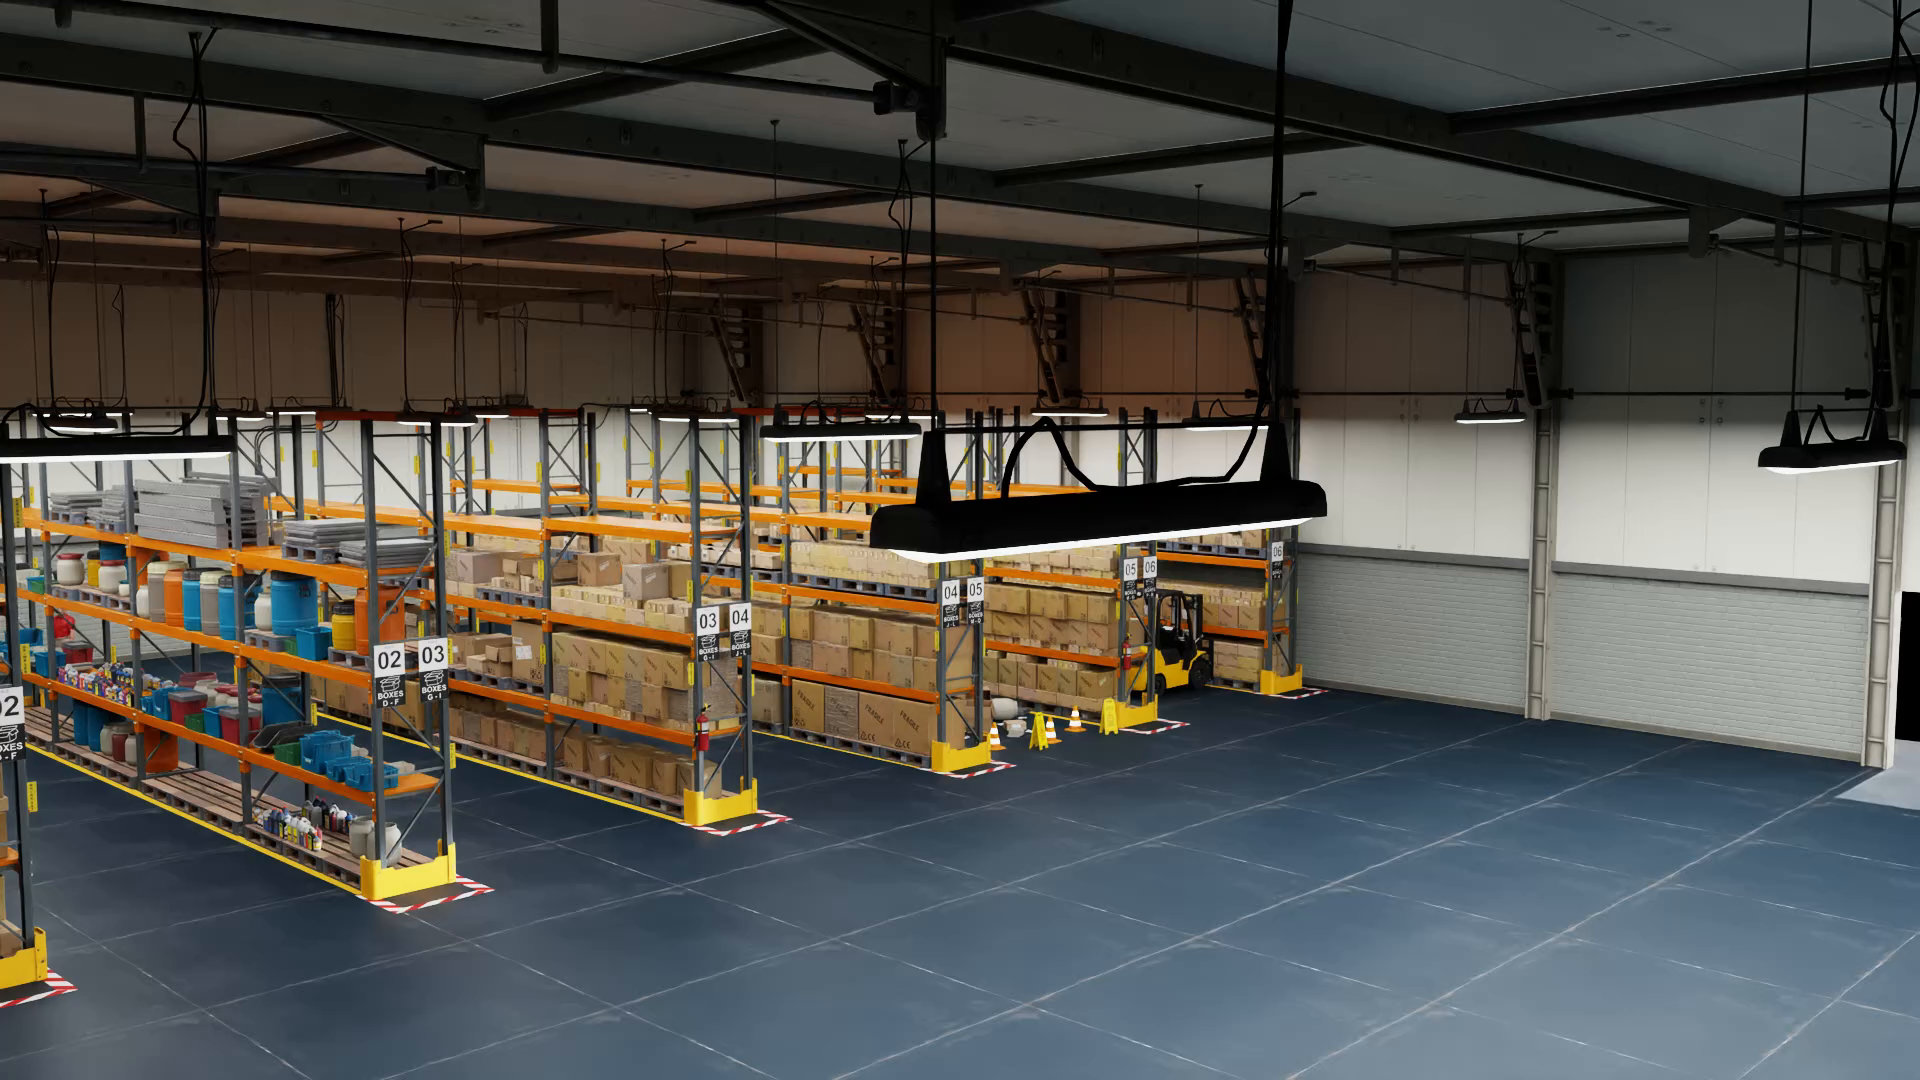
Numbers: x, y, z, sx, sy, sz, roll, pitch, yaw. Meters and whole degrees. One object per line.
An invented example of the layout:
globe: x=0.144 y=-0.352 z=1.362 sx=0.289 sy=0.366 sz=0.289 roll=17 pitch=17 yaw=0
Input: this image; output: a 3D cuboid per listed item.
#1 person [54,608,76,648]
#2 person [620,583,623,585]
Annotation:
person: x=-19.537 y=2.296 z=36.146 sx=0.567 sy=1.782 sz=0.465 roll=0 pitch=5 yaw=4
person: x=-8.097 y=1.934 z=39.869 sx=0.387 sy=1.818 sz=0.548 roll=-1 pitch=5 yaw=-13
